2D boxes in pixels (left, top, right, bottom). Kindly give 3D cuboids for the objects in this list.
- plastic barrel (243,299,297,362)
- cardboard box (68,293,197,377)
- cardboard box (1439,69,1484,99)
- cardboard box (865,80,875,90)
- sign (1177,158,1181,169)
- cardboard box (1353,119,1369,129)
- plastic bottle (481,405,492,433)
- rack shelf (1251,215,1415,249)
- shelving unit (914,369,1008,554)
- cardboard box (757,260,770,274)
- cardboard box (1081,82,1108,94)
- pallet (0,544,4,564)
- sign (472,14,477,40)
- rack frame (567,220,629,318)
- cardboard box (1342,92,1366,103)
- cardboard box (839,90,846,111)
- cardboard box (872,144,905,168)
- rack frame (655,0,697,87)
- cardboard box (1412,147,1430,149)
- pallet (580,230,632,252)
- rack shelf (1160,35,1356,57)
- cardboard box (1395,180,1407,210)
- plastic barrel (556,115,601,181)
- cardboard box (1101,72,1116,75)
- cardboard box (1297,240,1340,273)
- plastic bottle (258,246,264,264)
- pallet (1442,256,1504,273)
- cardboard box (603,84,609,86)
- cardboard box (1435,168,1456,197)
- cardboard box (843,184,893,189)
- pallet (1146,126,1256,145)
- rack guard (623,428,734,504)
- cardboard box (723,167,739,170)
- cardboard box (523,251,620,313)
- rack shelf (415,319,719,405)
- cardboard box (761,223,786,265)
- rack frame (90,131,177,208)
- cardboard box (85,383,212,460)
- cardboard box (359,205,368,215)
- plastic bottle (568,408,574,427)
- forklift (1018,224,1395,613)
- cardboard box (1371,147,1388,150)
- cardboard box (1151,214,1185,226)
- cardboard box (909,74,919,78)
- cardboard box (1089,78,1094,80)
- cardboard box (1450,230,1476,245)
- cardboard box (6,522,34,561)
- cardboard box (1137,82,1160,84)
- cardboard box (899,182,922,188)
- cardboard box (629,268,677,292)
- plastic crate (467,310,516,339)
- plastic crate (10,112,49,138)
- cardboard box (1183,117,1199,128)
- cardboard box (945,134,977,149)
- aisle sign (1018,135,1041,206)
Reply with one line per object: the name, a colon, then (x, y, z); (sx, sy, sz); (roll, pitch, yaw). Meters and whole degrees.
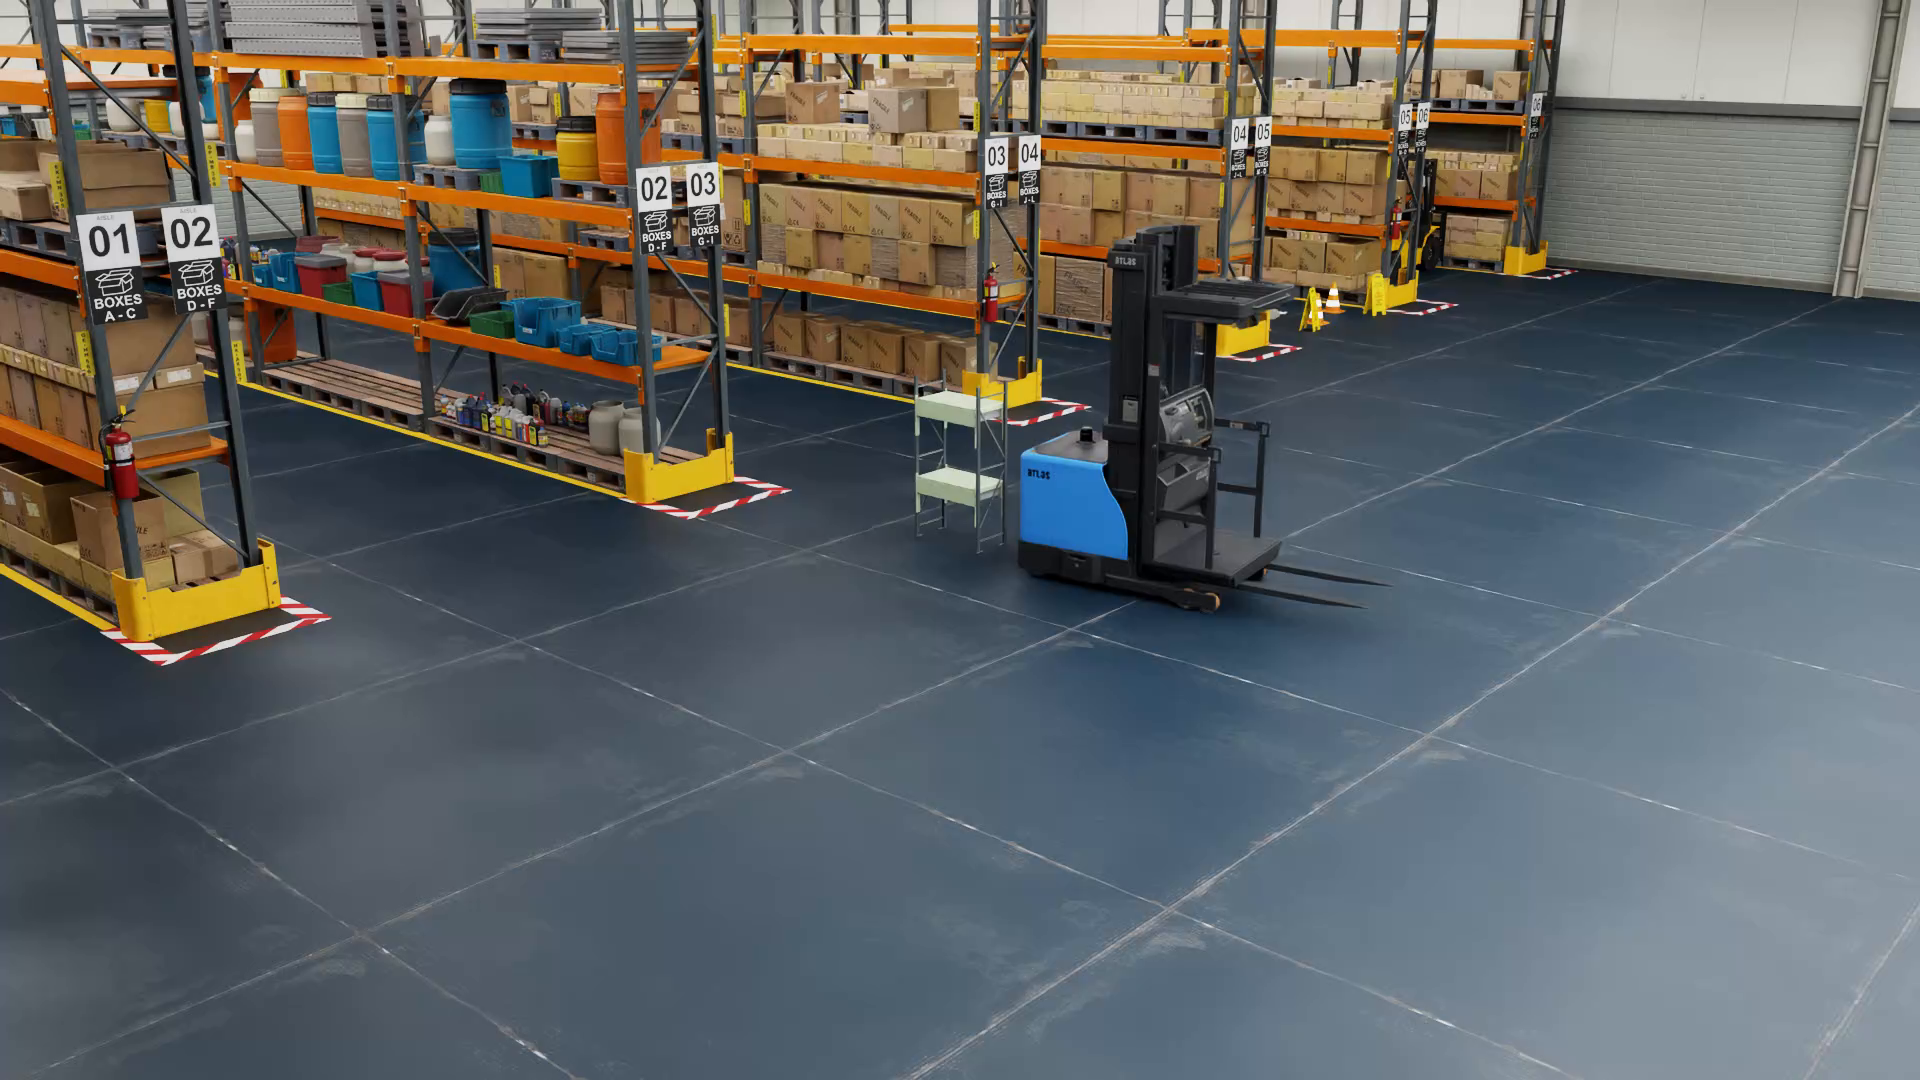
plastic barrel: (-9.075, -2.801, 21.873); (0.708, 0.830, 0.600); (15, 23, 39)
cardboard box: (-6.386, -1.588, 12.848); (0.500, 0.500, 0.700); (15, 23, 39)
cardboard box: (9.250, -8.409, 30.665); (0.500, 0.500, 0.700); (15, 23, 40)
cardboard box: (-1.683, -9.093, 33.375); (0.258, 0.266, 0.396); (15, 23, 39)
sign: (3.793, -6.526, 28.803); (0.005, 0.325, 0.100); (15, 23, 39)
cardboard box: (6.491, -6.659, 26.590); (0.250, 0.149, 0.380); (15, 23, 40)
plastic bottle: (-5.141, -1.317, 18.065); (0.133, 0.283, 0.061); (16, 24, 42)
rack shelf: (5.655, -5.356, 28.220); (4.000, 0.370, 1.077); (15, 23, 39)
shelving unit: (0.005, -0.714, 14.881); (0.755, 1.500, 0.431); (15, 23, 39)
cardboard box: (-2.458, -3.628, 21.999); (0.250, 0.149, 0.380); (15, 23, 39)
cardboard box: (1.948, -6.493, 23.892); (0.250, 0.149, 0.380); (15, 23, 39)
pallet: (-8.430, -0.120, 15.140); (1.213, 0.211, 1.003); (15, 23, 39)
sign: (-5.333, -5.620, 18.290); (0.005, 0.325, 0.100); (15, 23, 39)
rack frame: (-5.411, -4.662, 24.842); (0.127, 3.000, 1.000); (15, 23, 39)
cardboard box: (6.331, -7.096, 26.652); (0.250, 0.149, 0.380); (15, 23, 39)
cardboard box: (-2.293, -7.416, 28.396); (0.500, 0.500, 0.500); (15, 23, 39)
cardboard box: (-0.709, -4.657, 20.118); (0.500, 0.250, 0.500); (16, 23, 40)
rack frame: (-5.035, -9.426, 29.937); (0.127, 3.000, 1.000); (15, 23, 39)
cardboard box: (8.827, -7.463, 31.939); (0.250, 0.149, 0.380); (15, 23, 39)
pallet: (-4.807, -4.451, 24.496); (1.003, 0.211, 1.213); (15, 23, 39)
rack shelf: (5.955, -9.952, 33.444); (4.000, 0.370, 1.077); (15, 23, 39)
cardboard box: (6.981, -5.645, 27.283); (0.500, 0.500, 0.500); (15, 23, 38)
plastic barrel: (-3.652, -3.855, 16.335); (0.600, 0.588, 0.600); (0, 18, 0)
cardboard box: (3.226, -9.930, 35.581); (0.250, 0.149, 0.380); (14, 23, 38)
cardboard box: (5.986, -4.751, 27.733); (0.500, 0.500, 0.500); (16, 24, 41)
plastic bottle: (-9.396, -3.822, 22.389); (0.133, 0.283, 0.061); (15, 23, 39)
pallet: (9.843, -5.236, 31.262); (1.213, 0.211, 1.003); (15, 23, 39)
cardboard box: (-6.323, -8.409, 31.113); (0.500, 0.250, 0.500); (16, 24, 41)
cardboard box: (9.135, -6.718, 31.154); (0.500, 0.500, 0.500); (14, 23, 38)
cardboard box: (-1.151, -4.296, 21.379); (0.500, 0.500, 0.500); (15, 23, 39)
pallet: (3.379, -5.691, 23.274); (1.213, 0.211, 1.003); (15, 23, 39)
rack guard: (-2.803, -0.748, 16.642); (0.348, 0.500, 1.175); (15, 23, 39)
cardboard box: (-4.077, -6.488, 29.335); (0.250, 0.149, 0.380); (16, 24, 41)
cardboard box: (-5.913, -3.993, 25.551); (0.875, 0.875, 1.225); (14, 22, 37)
rack shelf: (-4.211, -1.994, 17.624); (4.000, 0.370, 1.077); (15, 23, 39)
cardboard box: (-2.123, -3.944, 21.923); (0.500, 0.500, 0.875); (15, 23, 39)
rack frame: (-11.690, -4.344, 23.842); (0.127, 3.000, 1.000); (15, 23, 39)
cardboard box: (-6.346, -0.959, 13.010); (0.500, 0.500, 0.700); (15, 23, 39)
cardboard box: (-9.999, -5.642, 28.345); (0.250, 0.149, 0.380); (16, 23, 40)
plastic bottle: (-4.269, -1.354, 18.319); (0.097, 0.201, 0.097); (0, 18, 0)
forklift: (2.015, -0.995, 13.401); (3.031, 2.935, 1.130); (11, 21, 30)
cardboard box: (8.069, -7.436, 31.854); (0.250, 0.149, 0.380); (16, 23, 40)
cardboard box: (3.207, -4.399, 23.765); (0.550, 0.550, 0.875); (15, 23, 39)
cardboard box: (-0.980, -10.886, 39.251); (0.500, 0.250, 0.500); (16, 23, 40)
cardboard box: (2.932, -10.045, 36.402); (0.250, 0.149, 0.380); (15, 23, 40)
cardboard box: (9.503, -5.679, 31.073); (0.500, 0.250, 0.500); (15, 23, 39)
cardboard box: (-7.732, -0.044, 14.142); (0.500, 0.250, 0.500); (15, 23, 39)
cardboard box: (2.761, -6.541, 24.043); (0.250, 0.149, 0.380); (15, 23, 40)
cardboard box: (-0.567, -5.889, 26.891); (0.500, 0.500, 0.700); (15, 23, 39)
cardboard box: (-4.486, -3.806, 24.309); (0.500, 0.250, 0.500); (-15, 23, -40)
plastic crate: (-4.878, -2.301, 17.752); (0.662, 0.188, 0.450); (15, 23, 39)
plastic crate: (-13.721, -6.179, 24.766); (0.767, 0.338, 0.504); (15, 23, 39)
cardboard box: (3.279, -5.756, 22.887); (0.250, 0.149, 0.380); (15, 23, 40)
cardboard box: (0.041, -4.668, 19.491); (0.250, 0.149, 0.380); (14, 22, 38)
aisle sign: (0.818, -4.350, 19.562); (0.004, 0.787, 0.394); (15, 23, 39)
